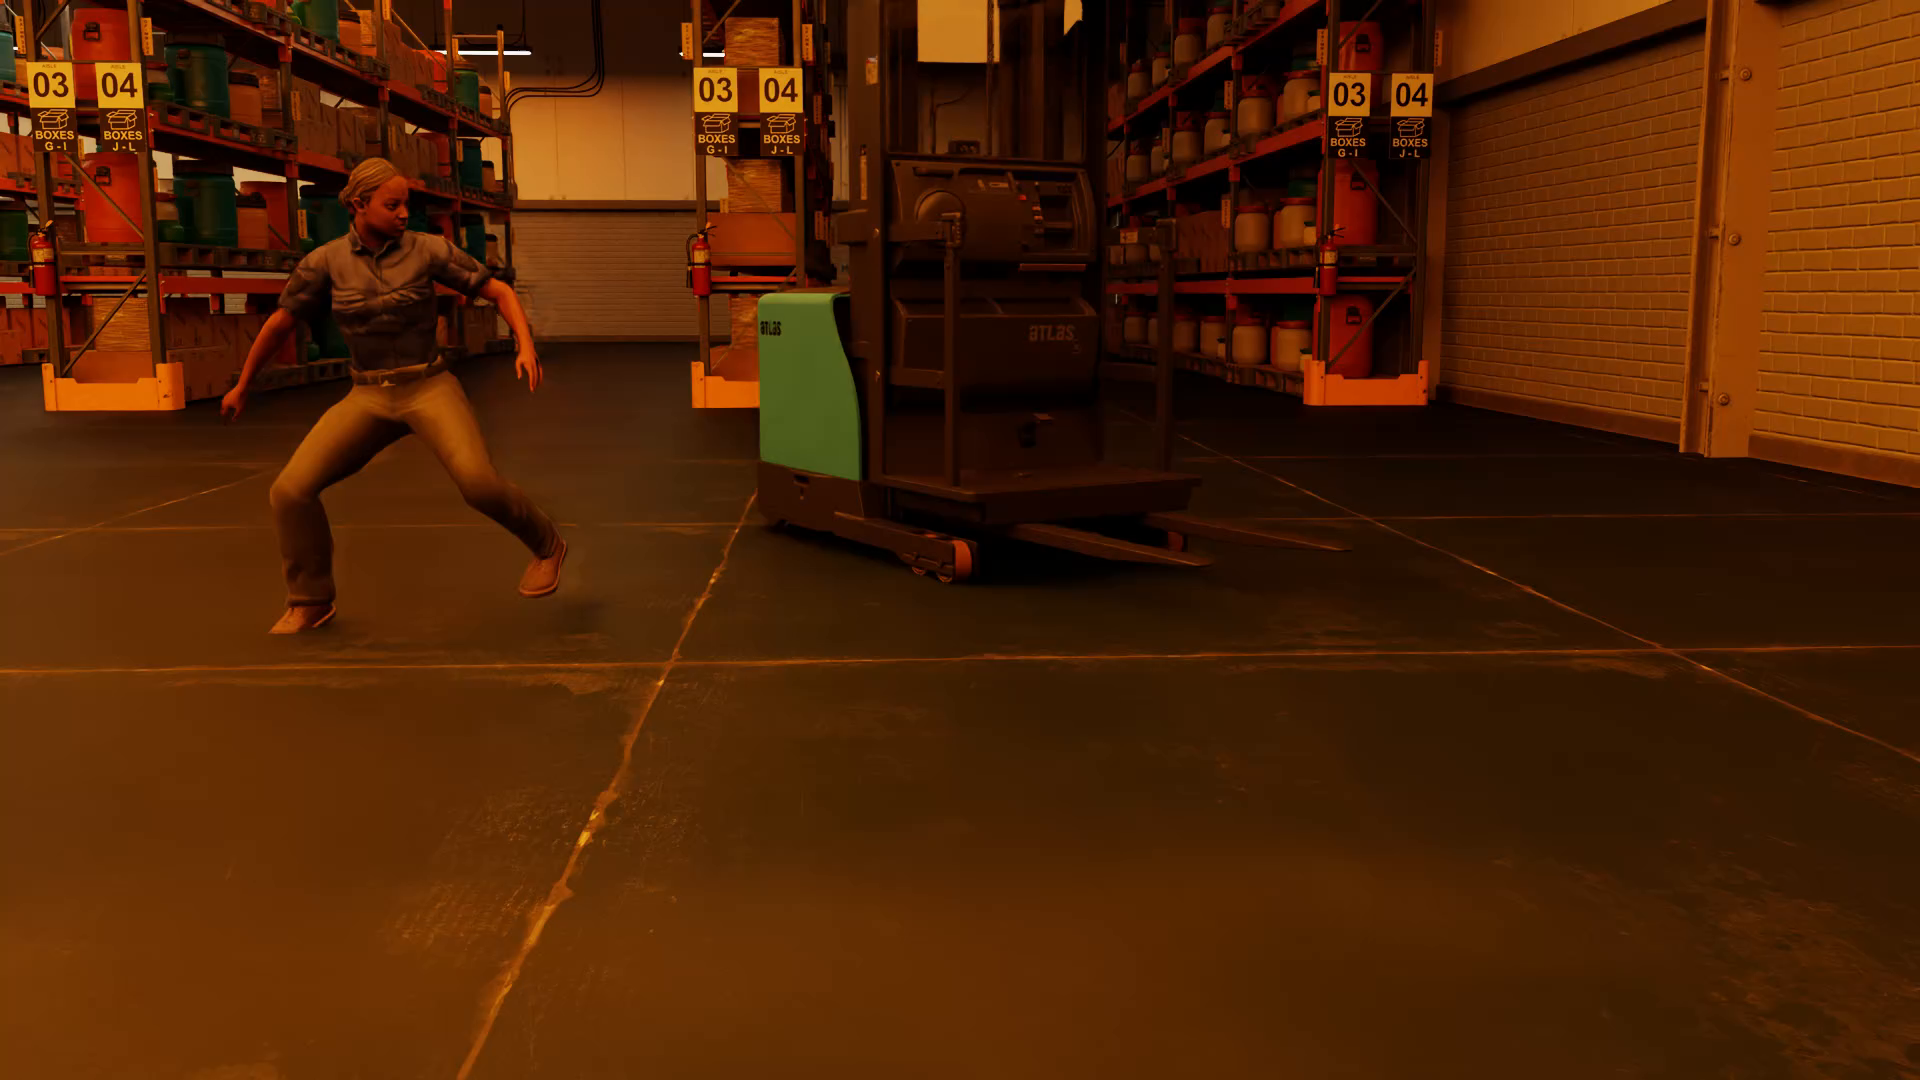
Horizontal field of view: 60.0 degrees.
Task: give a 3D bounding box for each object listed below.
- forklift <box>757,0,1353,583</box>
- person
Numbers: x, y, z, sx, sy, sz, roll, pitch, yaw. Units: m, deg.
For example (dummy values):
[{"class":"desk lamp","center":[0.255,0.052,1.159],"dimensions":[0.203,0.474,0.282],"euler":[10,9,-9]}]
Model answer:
[{"class":"forklift","center":[0.258,-1.364,6.519],"dimensions":[1.130,2.935,3.031],"euler":[-5,10,-31]},{"class":"person","center":[-1.871,-0.440,5.387],"dimensions":[1.079,1.555,0.480],"euler":[-1,8,-4]}]
